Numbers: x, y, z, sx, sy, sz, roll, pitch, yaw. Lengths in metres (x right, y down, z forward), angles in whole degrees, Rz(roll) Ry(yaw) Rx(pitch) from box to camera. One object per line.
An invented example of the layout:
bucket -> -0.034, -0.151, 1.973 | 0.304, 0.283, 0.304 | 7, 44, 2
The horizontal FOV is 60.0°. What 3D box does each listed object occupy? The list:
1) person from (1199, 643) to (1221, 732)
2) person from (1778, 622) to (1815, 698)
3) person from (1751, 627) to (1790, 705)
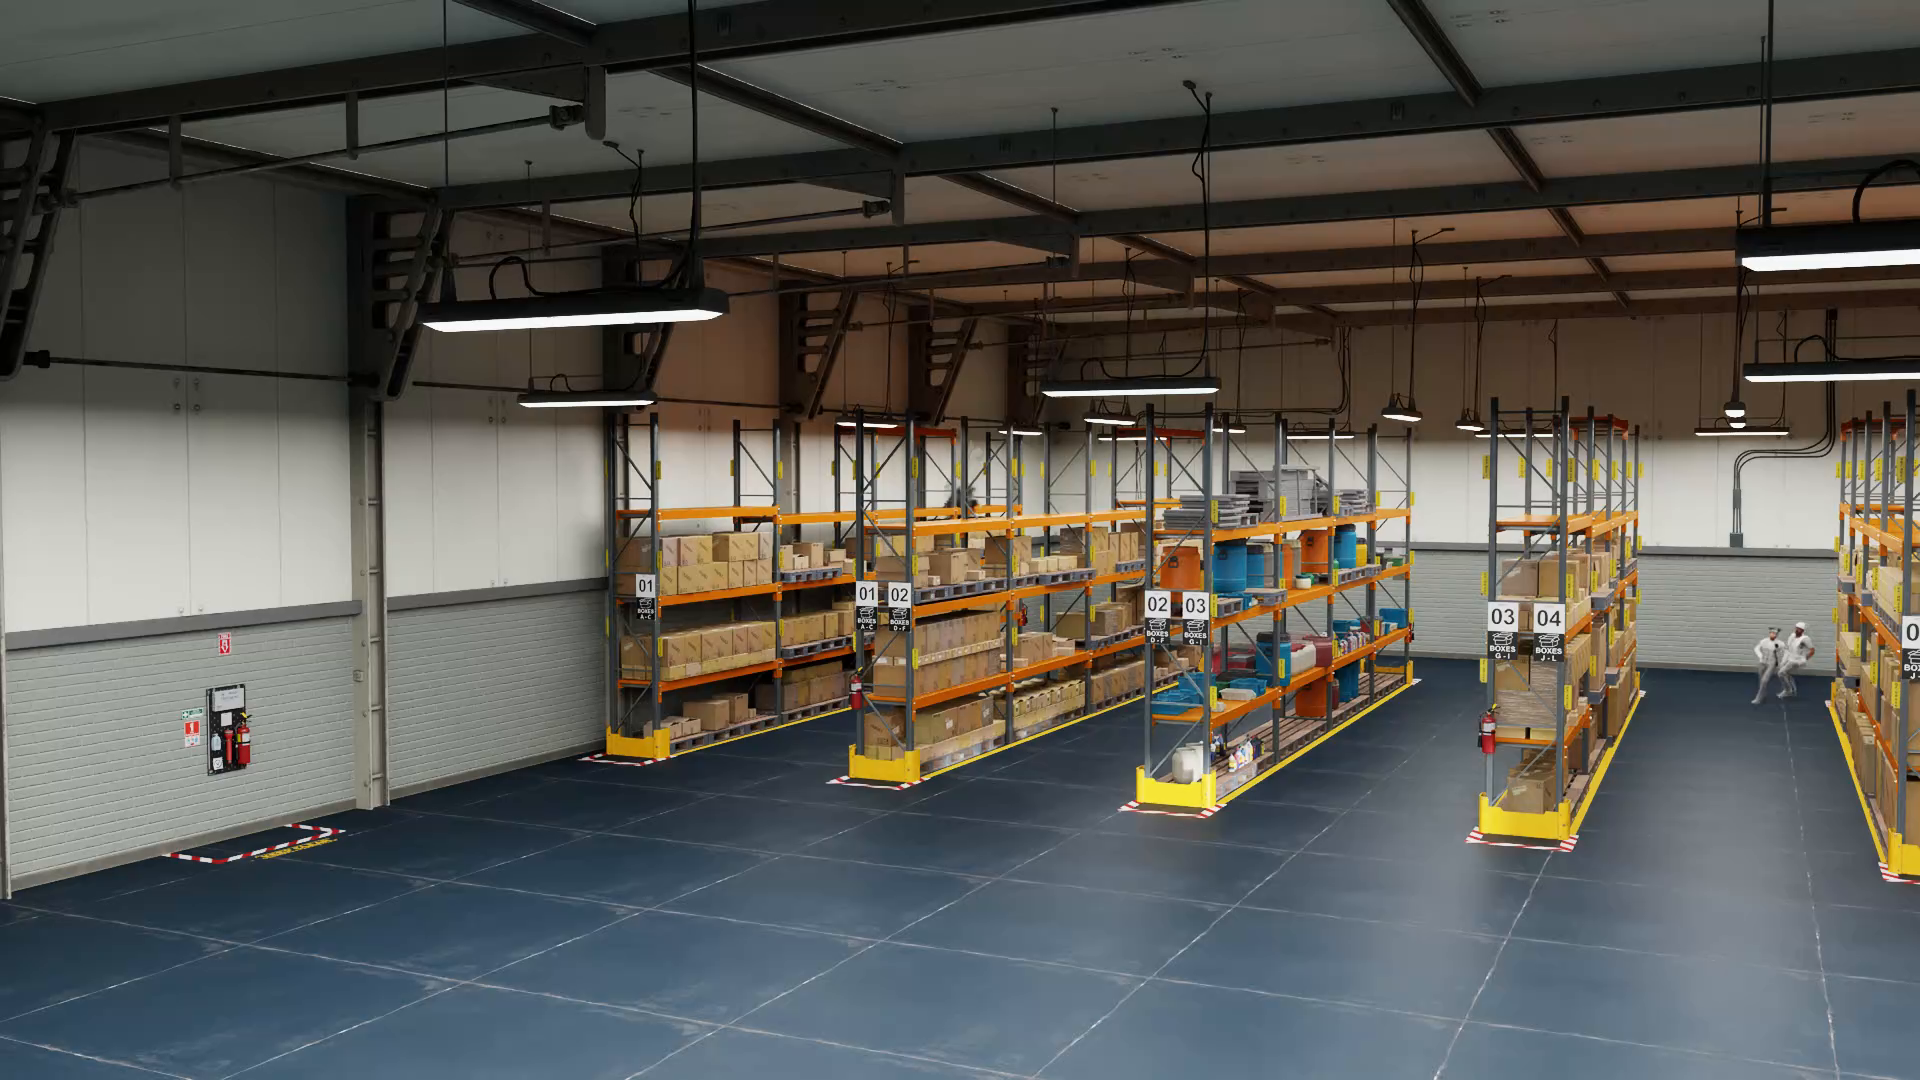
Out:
person -> 4.926, 2.829, 32.027 | 0.692, 1.688, 0.634 | 1, 3, 22
person -> 18.258, 2.636, 36.461 | 0.668, 1.705, 0.785 | 0, 2, 8
person -> 17.295, 2.669, 35.514 | 0.704, 1.650, 0.881 | 2, 3, 43
